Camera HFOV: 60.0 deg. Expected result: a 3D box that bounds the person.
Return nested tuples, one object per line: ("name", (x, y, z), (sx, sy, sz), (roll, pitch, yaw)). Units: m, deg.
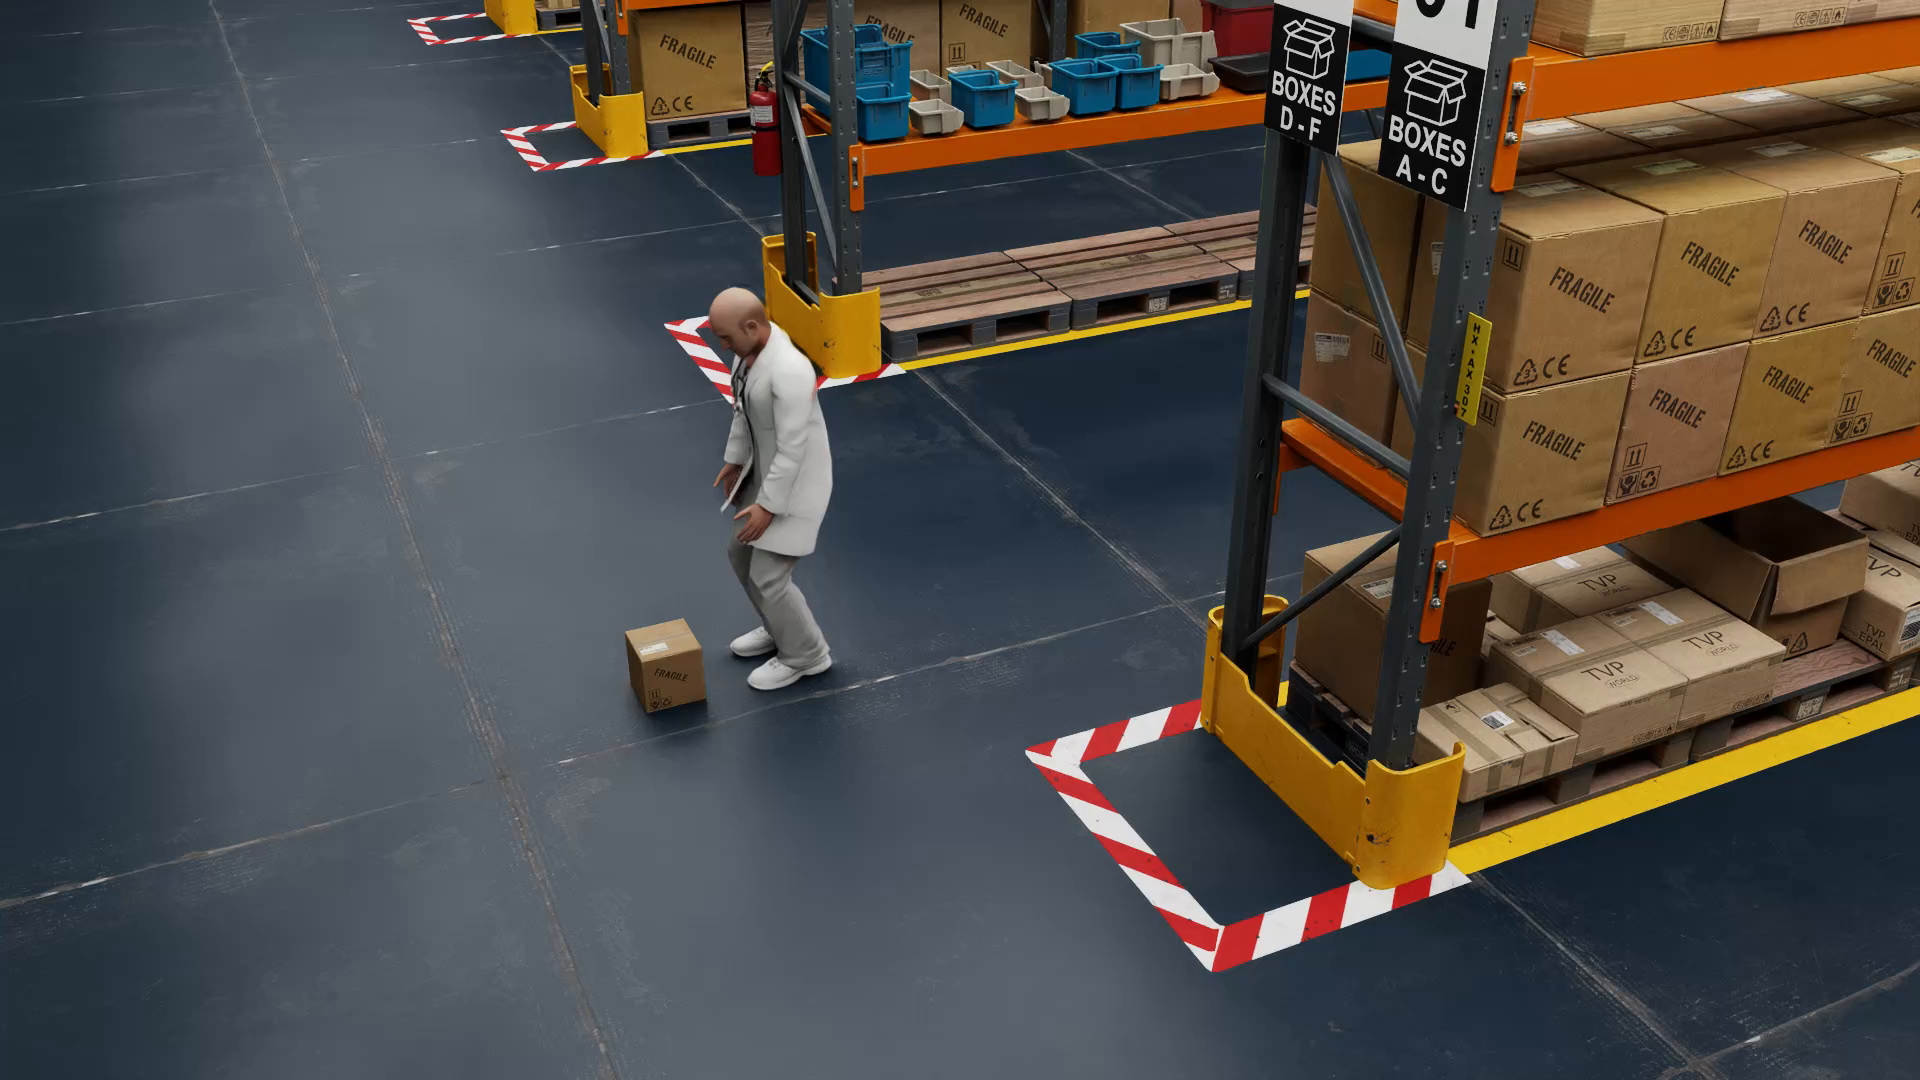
("person", (-0.738, -0.213, 6.615), (0.466, 1.702, 0.599), (-12, 31, -21))
